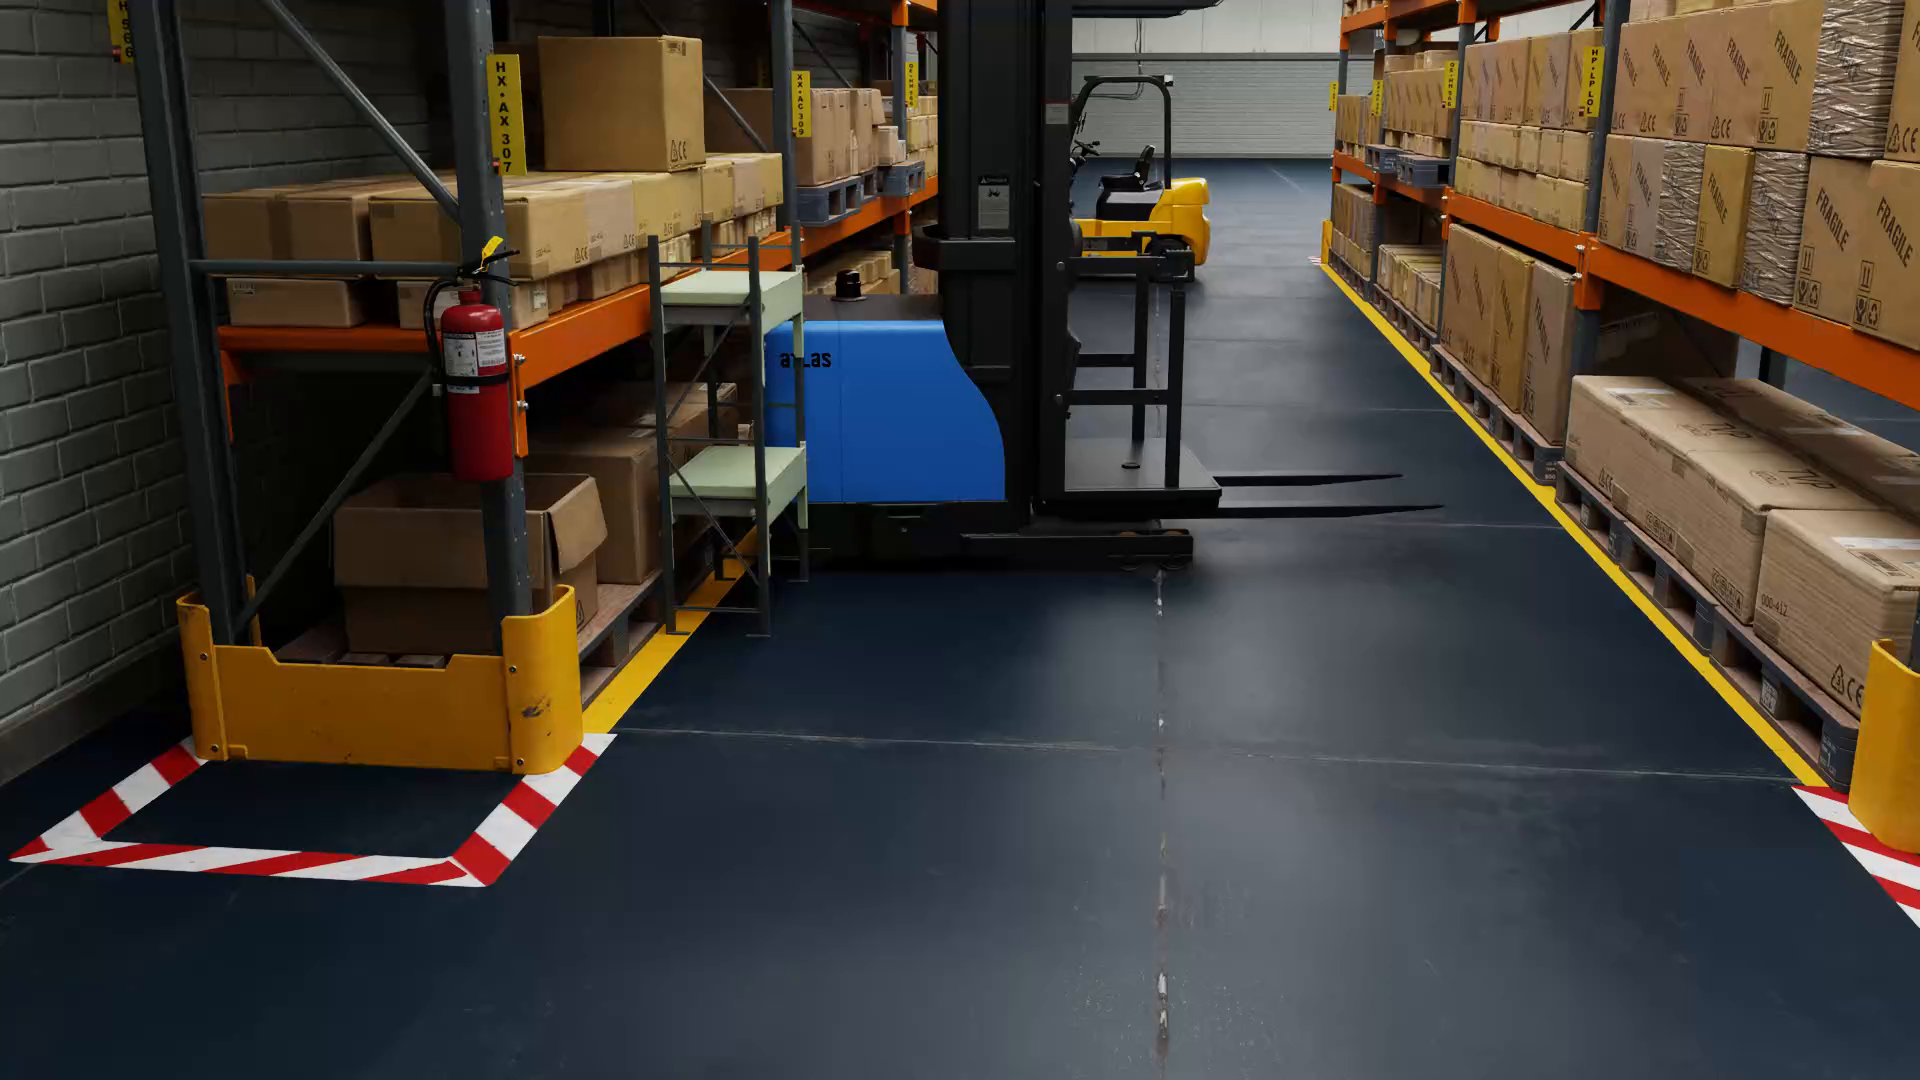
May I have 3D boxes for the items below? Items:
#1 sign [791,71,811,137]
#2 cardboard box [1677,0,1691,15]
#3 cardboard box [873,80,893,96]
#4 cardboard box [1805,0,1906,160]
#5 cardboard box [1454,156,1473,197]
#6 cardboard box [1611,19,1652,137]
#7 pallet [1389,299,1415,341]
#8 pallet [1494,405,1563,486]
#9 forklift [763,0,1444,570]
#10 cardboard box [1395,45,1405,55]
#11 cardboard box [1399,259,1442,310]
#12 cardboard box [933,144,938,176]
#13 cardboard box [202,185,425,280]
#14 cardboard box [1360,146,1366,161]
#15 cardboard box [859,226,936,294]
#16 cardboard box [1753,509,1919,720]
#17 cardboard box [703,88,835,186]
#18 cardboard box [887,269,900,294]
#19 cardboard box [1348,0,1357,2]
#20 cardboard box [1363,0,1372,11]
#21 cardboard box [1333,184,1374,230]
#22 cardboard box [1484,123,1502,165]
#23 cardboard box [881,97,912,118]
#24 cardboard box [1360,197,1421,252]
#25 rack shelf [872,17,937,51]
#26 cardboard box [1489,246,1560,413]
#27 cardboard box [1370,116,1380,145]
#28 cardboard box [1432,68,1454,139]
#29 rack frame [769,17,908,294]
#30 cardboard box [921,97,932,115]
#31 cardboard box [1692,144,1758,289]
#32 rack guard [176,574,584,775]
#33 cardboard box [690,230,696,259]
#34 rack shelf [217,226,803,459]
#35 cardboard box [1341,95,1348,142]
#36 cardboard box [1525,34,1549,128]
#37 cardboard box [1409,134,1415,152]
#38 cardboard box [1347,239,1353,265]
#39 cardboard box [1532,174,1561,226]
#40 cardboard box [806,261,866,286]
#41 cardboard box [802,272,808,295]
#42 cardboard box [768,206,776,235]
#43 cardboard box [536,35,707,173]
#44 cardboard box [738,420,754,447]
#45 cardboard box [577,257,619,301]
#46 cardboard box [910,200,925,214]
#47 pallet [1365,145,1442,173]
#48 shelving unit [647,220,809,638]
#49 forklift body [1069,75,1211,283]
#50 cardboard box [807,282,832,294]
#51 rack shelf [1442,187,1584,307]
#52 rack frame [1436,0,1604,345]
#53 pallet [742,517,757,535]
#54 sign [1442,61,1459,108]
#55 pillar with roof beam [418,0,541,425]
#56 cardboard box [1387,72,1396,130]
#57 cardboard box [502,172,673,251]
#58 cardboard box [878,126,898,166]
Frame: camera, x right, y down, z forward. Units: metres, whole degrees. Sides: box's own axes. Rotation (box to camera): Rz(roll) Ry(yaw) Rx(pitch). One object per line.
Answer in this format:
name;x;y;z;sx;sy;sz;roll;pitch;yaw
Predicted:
sign;-0.811;-2.218;8.460;0.100;0.325;0.005;2;15;6
cardboard box;3.199;-2.242;6.856;0.380;0.149;0.250;2;15;6
cardboard box;-0.712;-4.486;16.501;0.380;0.149;0.250;2;15;6
cardboard box;2.978;-1.431;5.100;0.500;0.500;0.500;2;15;6
cardboard box;3.728;-2.515;11.502;0.500;0.250;0.500;1;15;5
cardboard box;3.287;-2.084;7.514;0.500;0.500;0.500;2;15;7
pallet;4.263;-1.879;14.205;1.003;0.211;1.213;2;15;6
pallet;3.594;-0.525;9.200;1.003;0.211;1.213;2;15;6
forklift;0.622;-1.422;7.305;3.031;2.935;1.130;-1;15;-2
cardboard box;4.881;-4.925;17.453;0.700;0.500;0.500;2;15;6
cardboard box;4.273;-2.175;14.189;0.950;0.372;0.625;2;15;8
cardboard box;-0.433;-3.286;14.354;0.500;0.250;0.500;2;15;8
cardboard box;-2.014;-0.975;5.239;0.500;0.250;0.500;2;15;8
cardboard box;4.329;-3.979;17.110;0.380;0.149;0.250;1;15;5
cardboard box;-0.674;-2.414;14.587;0.875;0.625;0.625;1;15;4
cardboard box;3.105;0.228;5.175;0.875;0.438;0.875;1;15;4
cardboard box;-1.074;-2.184;8.997;0.700;0.500;0.500;2;15;8
cardboard box;-0.734;-1.732;12.304;0.500;0.500;0.500;2;15;8
cardboard box;4.548;-6.048;18.252;0.500;0.250;0.500;1;15;5
cardboard box;4.444;-5.627;17.459;0.380;0.149;0.250;1;15;5
cardboard box;4.568;-3.811;19.038;0.500;0.500;0.500;1;15;4
cardboard box;3.602;-2.488;10.447;0.500;0.250;0.500;2;15;6
cardboard box;-0.571;-3.287;12.638;0.380;0.149;0.250;2;15;8
cardboard box;4.284;-3.143;16.564;0.500;0.500;0.500;1;15;5
rack shelf;-0.222;-5.509;17.919;1.077;0.370;4.000;2;15;6
cardboard box;3.666;-1.244;9.781;0.875;0.875;0.875;2;15;8
cardboard box;4.287;-4.058;16.163;0.500;0.500;0.500;1;15;5
cardboard box;3.808;-3.227;12.284;0.500;0.500;0.500;1;15;5
rack frame;-0.899;-2.852;12.462;1.000;3.000;0.127;2;15;6
cardboard box;-0.436;-3.622;13.877;0.380;0.149;0.250;2;15;7
cardboard box;3.087;-1.210;6.201;0.500;0.500;0.500;2;15;8
rack guard;-1.794;0.410;5.187;1.175;0.500;0.348;2;15;6
cardboard box;-1.347;-1.269;7.088;0.380;0.149;0.250;2;15;7
rack shelf;-1.576;-0.948;6.801;1.077;0.370;4.000;2;15;6
cardboard box;4.551;-4.724;18.625;0.500;0.500;0.500;2;15;8
cardboard box;3.510;-2.589;9.381;0.500;0.500;0.500;2;15;8
cardboard box;3.932;-3.284;13.737;0.380;0.149;0.250;1;15;4
cardboard box;4.396;-3.051;17.661;0.500;0.250;0.500;2;15;7
cardboard box;3.440;-1.852;9.054;0.500;0.250;0.500;1;15;5
cardboard box;-0.852;-1.819;11.386;0.380;0.149;0.250;2;15;8
cardboard box;-1.064;-1.421;9.342;0.380;0.149;0.250;1;15;4
cardboard box;-1.136;-1.603;8.324;0.380;0.149;0.250;2;15;7
cardboard box;-1.314;-1.709;6.516;0.500;0.500;0.500;2;15;8
cardboard box;-1.162;-0.451;8.018;0.396;0.266;0.258;2;15;8
cardboard box;-1.425;-0.933;5.847;0.380;0.149;0.250;2;15;8
cardboard box;-0.585;-3.380;16.965;0.500;0.250;0.500;2;15;7
pallet;4.254;-3.457;15.069;1.003;0.211;1.213;2;15;6
shelving unit;-0.877;-0.456;6.472;0.431;1.500;0.755;2;15;6
forklift body;1.602;-3.971;18.228;2.313;2.155;1.214;2;15;6
cardboard box;-0.991;-1.485;10.148;0.380;0.149;0.250;2;15;6
rack shelf;3.807;-1.840;10.100;1.077;0.370;4.000;2;15;6
rack frame;4.033;-2.706;11.925;1.000;3.000;0.127;2;15;6
pallet;-1.429;-0.290;8.330;1.003;0.211;1.213;2;15;6
sign;3.493;-3.241;11.834;0.100;0.325;0.005;2;15;6
pillar with roof beam;1.953;-4.429;6.803;9.100;9.000;0.400;2;15;6
cardboard box;4.091;-3.895;14.756;0.500;0.500;0.500;2;15;6
cardboard box;-1.373;-1.220;6.145;0.500;0.250;0.500;1;15;5
cardboard box;-0.697;-2.699;11.379;0.500;0.250;0.500;1;15;4
